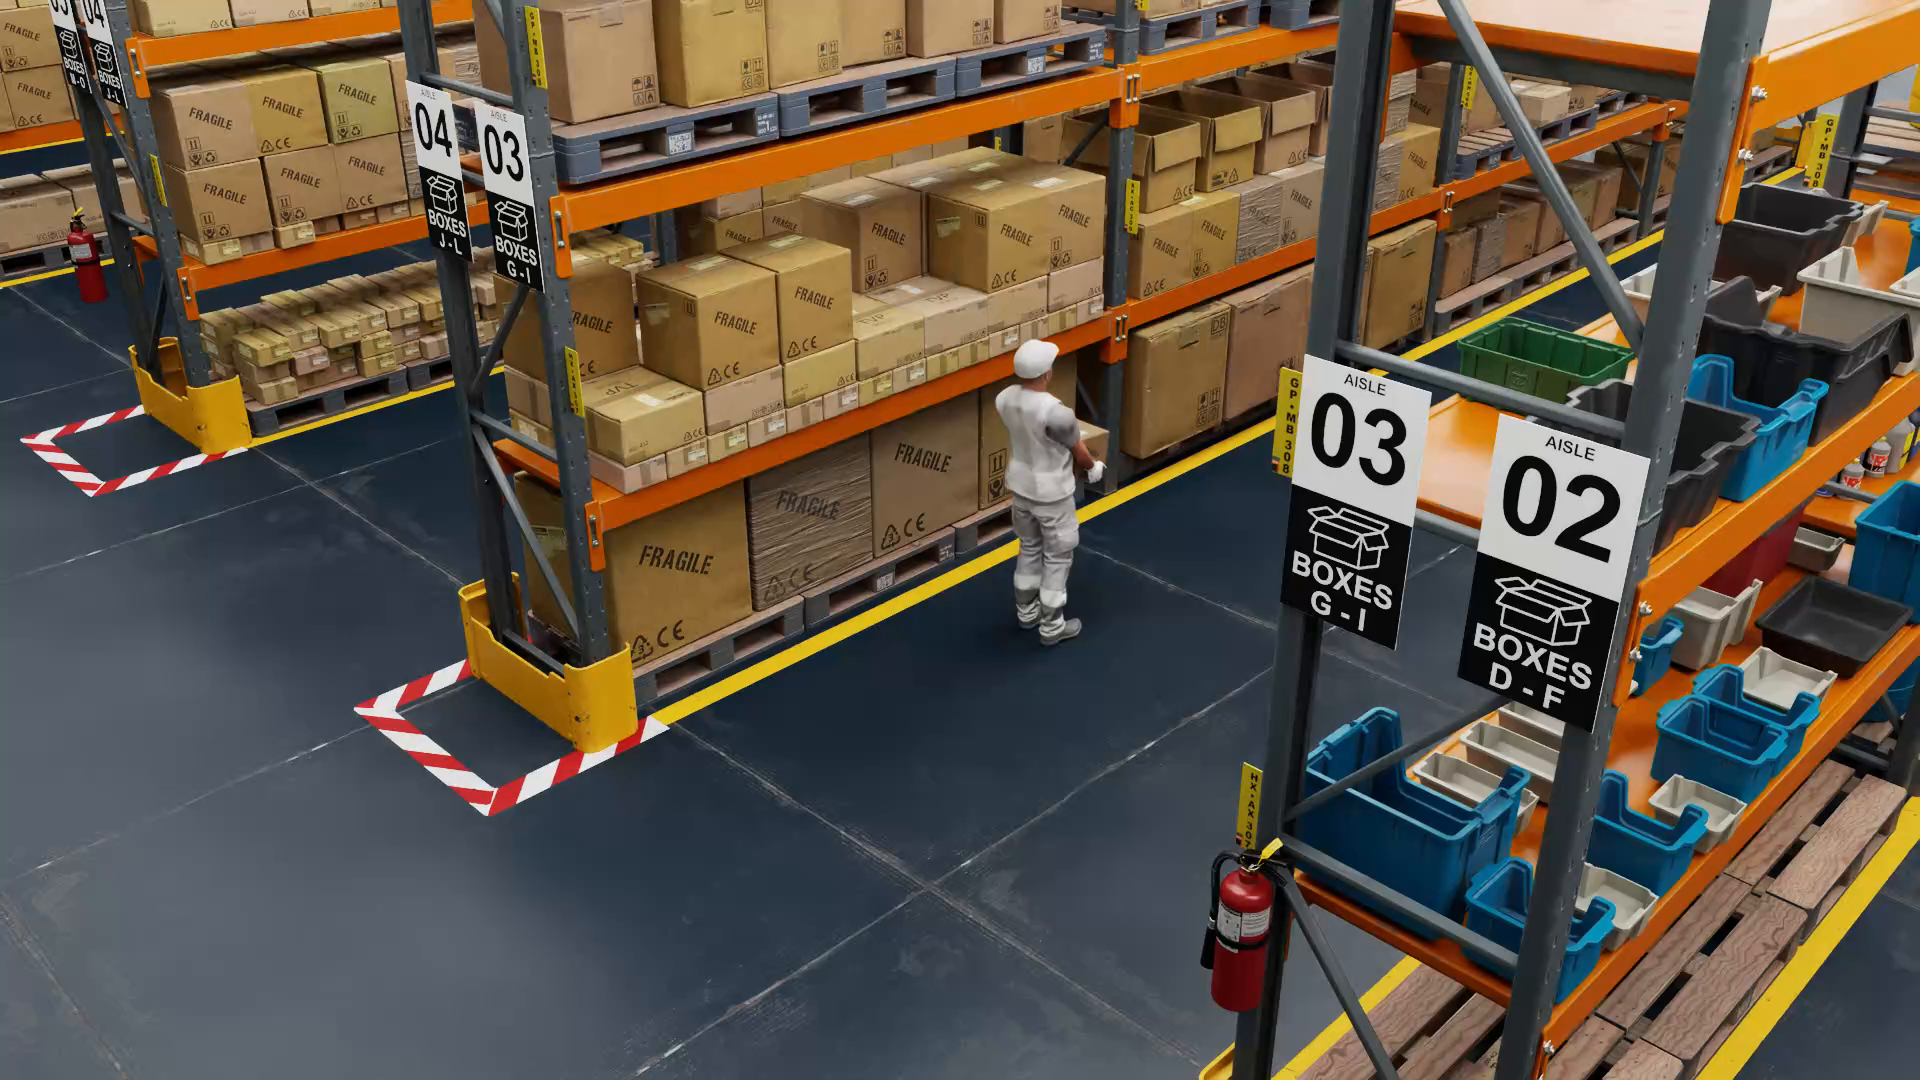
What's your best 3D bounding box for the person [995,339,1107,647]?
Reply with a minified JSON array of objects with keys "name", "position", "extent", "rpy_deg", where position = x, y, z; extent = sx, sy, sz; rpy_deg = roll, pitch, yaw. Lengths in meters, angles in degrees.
[{"name":"person","position":[0.505,-0.299,9.172],"extent":[0.500,1.786,0.560],"rpy_deg":[24,36,38]}]
